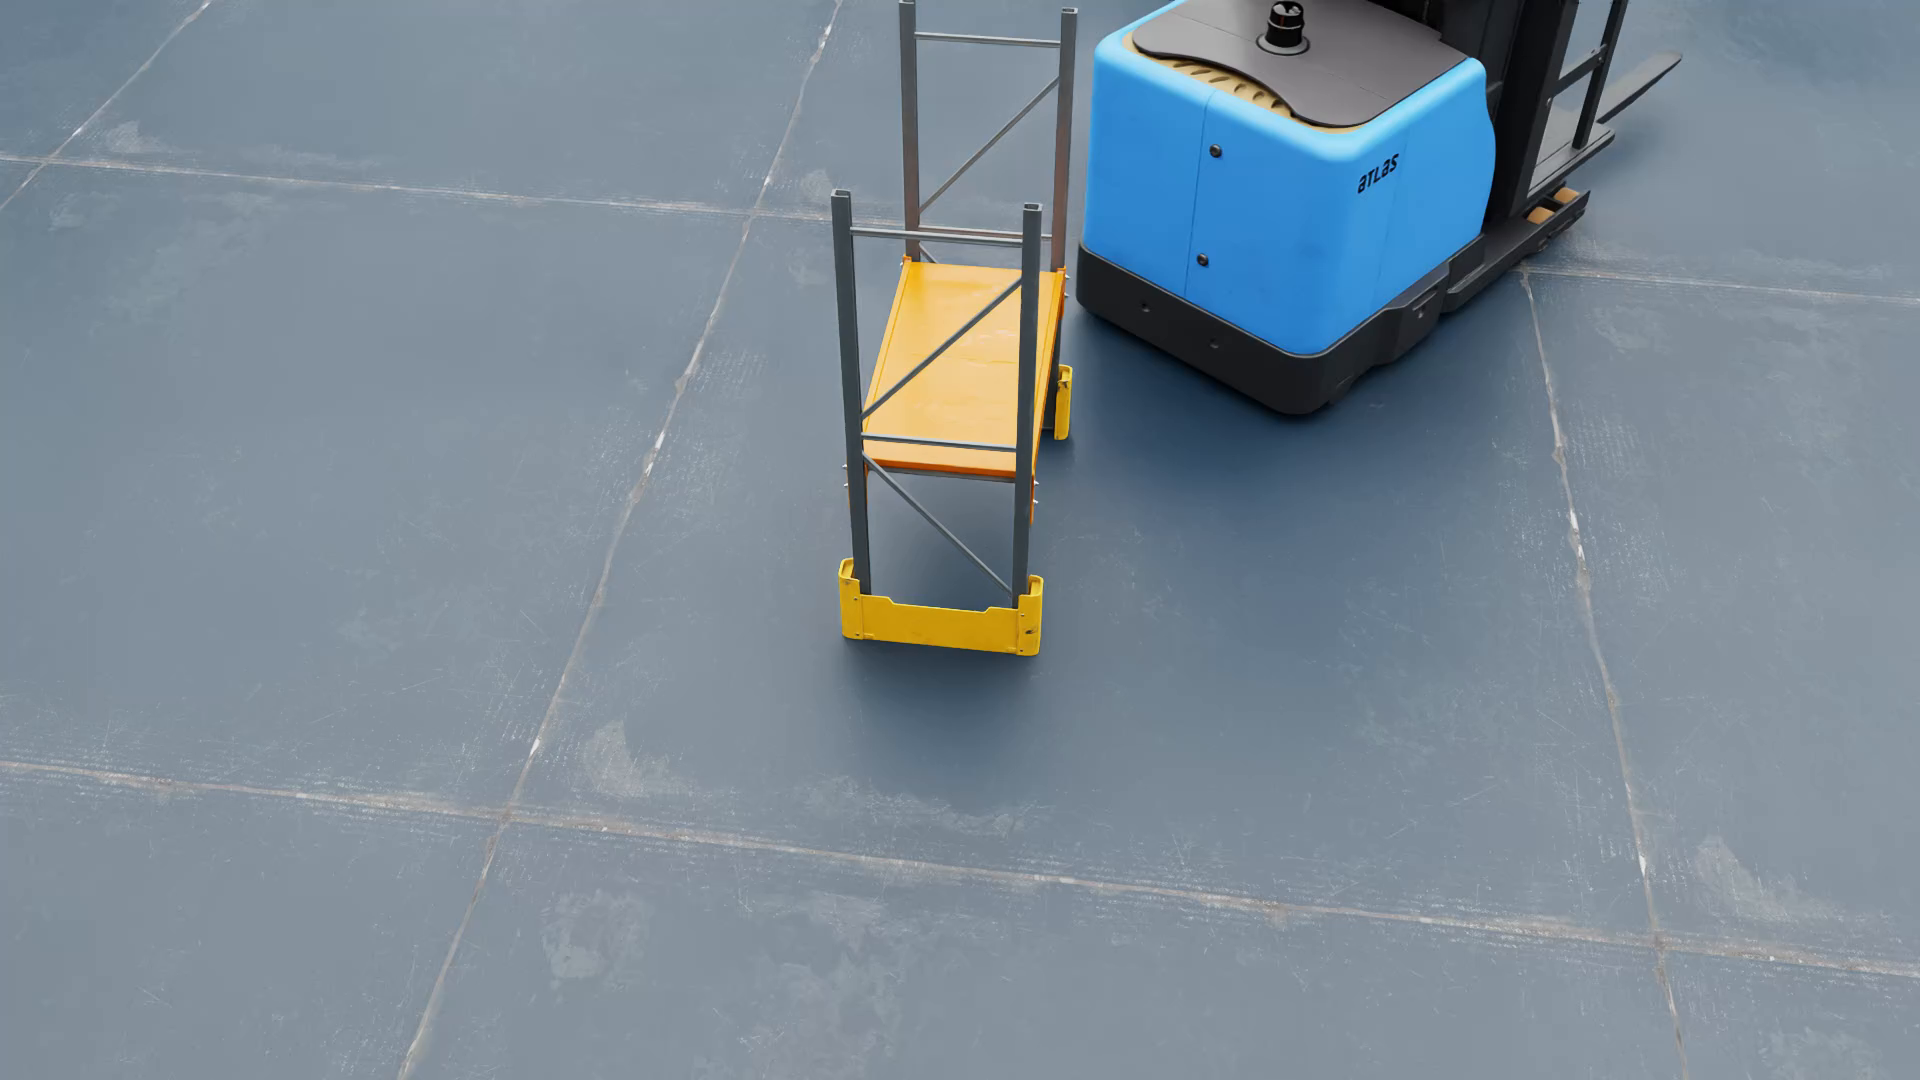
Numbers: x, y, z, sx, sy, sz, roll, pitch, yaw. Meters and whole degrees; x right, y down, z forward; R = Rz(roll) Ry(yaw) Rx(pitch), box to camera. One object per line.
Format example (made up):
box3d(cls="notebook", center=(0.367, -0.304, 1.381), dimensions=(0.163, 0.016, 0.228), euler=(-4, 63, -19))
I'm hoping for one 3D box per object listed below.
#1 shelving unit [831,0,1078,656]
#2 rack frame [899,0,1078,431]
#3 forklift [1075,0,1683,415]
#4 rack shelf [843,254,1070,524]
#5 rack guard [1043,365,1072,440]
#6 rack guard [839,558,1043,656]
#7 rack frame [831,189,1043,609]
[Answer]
box3d(cls="shelving unit", center=(0.010, -0.597, 4.789), dimensions=(0.587, 1.500, 1.083), euler=(5, 44, 6))
box3d(cls="rack frame", center=(0.078, -0.949, 5.162), dimensions=(0.500, 1.500, 0.032), euler=(5, 44, 6))
box3d(cls="forklift", center=(1.808, -2.401, 5.654), dimensions=(1.130, 2.935, 3.031), euler=(34, 53, 30))
box3d(cls="rack shelf", center=(0.011, -0.472, 4.919), dimensions=(0.538, 0.185, 1.000), euler=(5, 44, 6))
box3d(cls="rack guard", center=(0.076, -0.482, 5.577), dimensions=(0.587, 0.250, 0.087), euler=(5, 44, 6))
box3d(cls="rack guard", center=(-0.056, 0.197, 4.860), dimensions=(0.587, 0.250, 0.087), euler=(5, 44, 6))
box3d(cls="rack frame", center=(-0.056, -0.256, 4.430), dimensions=(0.500, 1.500, 0.032), euler=(5, 44, 6))
